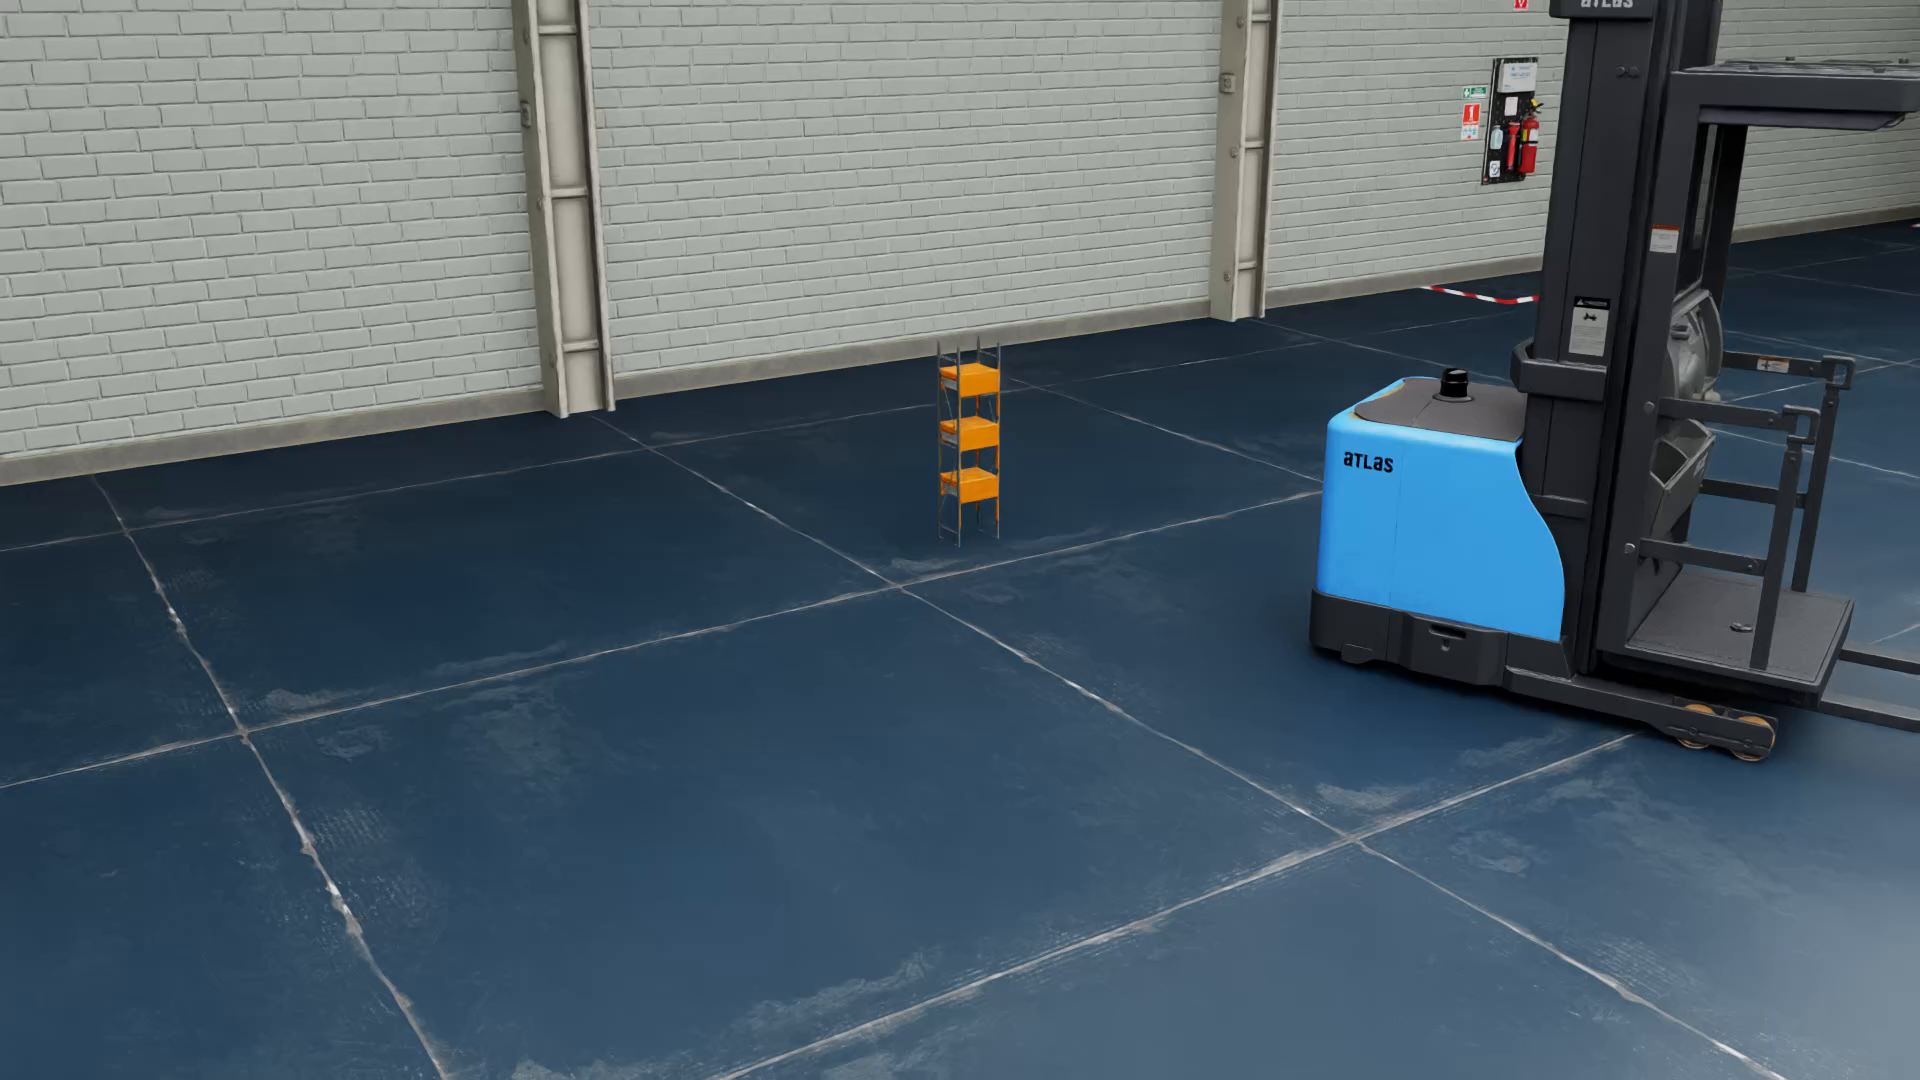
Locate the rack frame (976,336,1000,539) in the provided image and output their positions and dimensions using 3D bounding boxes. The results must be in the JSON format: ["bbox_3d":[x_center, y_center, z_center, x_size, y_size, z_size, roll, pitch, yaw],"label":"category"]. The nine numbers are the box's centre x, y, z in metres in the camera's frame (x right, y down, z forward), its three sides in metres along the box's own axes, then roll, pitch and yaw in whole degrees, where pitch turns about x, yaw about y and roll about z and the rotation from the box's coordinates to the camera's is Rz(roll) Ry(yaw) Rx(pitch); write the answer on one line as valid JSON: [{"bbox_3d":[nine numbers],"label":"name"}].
[{"bbox_3d":[0.147,-0.528,8.668,0.008,1.050,0.200,-12,22,-31],"label":"rack frame"}]

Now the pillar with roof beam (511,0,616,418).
[{"bbox_3d":[-0.233,-4.004,6.537,0.400,9.000,9.100,-12,22,-31],"label":"pillar with roof beam"}]

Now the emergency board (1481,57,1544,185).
[{"bbox_3d":[5.337,-4.002,15.899,0.643,1.169,0.194,-12,22,-31],"label":"emergency board"}]

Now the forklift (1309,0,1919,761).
[{"bbox_3d":[3.029,-0.748,6.380,3.031,2.935,1.130,12,22,31],"label":"forklift"}]

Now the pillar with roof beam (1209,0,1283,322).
[{"bbox_3d":[4.778,-5.061,9.663,0.400,9.000,9.100,-12,22,-31],"label":"pillar with roof beam"}]

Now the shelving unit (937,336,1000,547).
[{"bbox_3d":[0.045,-0.507,8.605,0.252,1.050,0.215,-12,22,-31],"label":"shelving unit"}]

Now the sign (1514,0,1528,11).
[{"bbox_3d":[5.275,-5.125,15.602,0.199,0.298,0.001,-12,22,-31],"label":"sign"}]

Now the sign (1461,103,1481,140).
[{"bbox_3d":[4.818,-3.949,15.687,0.234,0.329,0.001,-12,22,-31],"label":"sign"}]

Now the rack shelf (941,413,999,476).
[{"bbox_3d":[0.045,-0.497,8.608,0.240,0.259,0.215,-12,22,-31],"label":"rack shelf"}]

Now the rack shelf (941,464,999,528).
[{"bbox_3d":[0.045,-0.233,8.697,0.240,0.259,0.215,-12,22,-31],"label":"rack shelf"}]

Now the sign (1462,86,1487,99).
[{"bbox_3d":[4.827,-4.199,15.597,0.331,0.109,0.001,-12,22,-31],"label":"sign"}]

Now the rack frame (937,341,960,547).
[{"bbox_3d":[-0.057,-0.485,8.541,0.008,1.050,0.200,-12,22,-31],"label":"rack frame"}]

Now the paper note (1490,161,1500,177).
[{"bbox_3d":[5.151,-3.572,16.002,0.142,0.148,0.016,-12,22,-31],"label":"paper note"}]

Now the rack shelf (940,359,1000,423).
[{"bbox_3d":[0.045,-0.766,8.517,0.240,0.259,0.215,-12,22,-31],"label":"rack shelf"}]
